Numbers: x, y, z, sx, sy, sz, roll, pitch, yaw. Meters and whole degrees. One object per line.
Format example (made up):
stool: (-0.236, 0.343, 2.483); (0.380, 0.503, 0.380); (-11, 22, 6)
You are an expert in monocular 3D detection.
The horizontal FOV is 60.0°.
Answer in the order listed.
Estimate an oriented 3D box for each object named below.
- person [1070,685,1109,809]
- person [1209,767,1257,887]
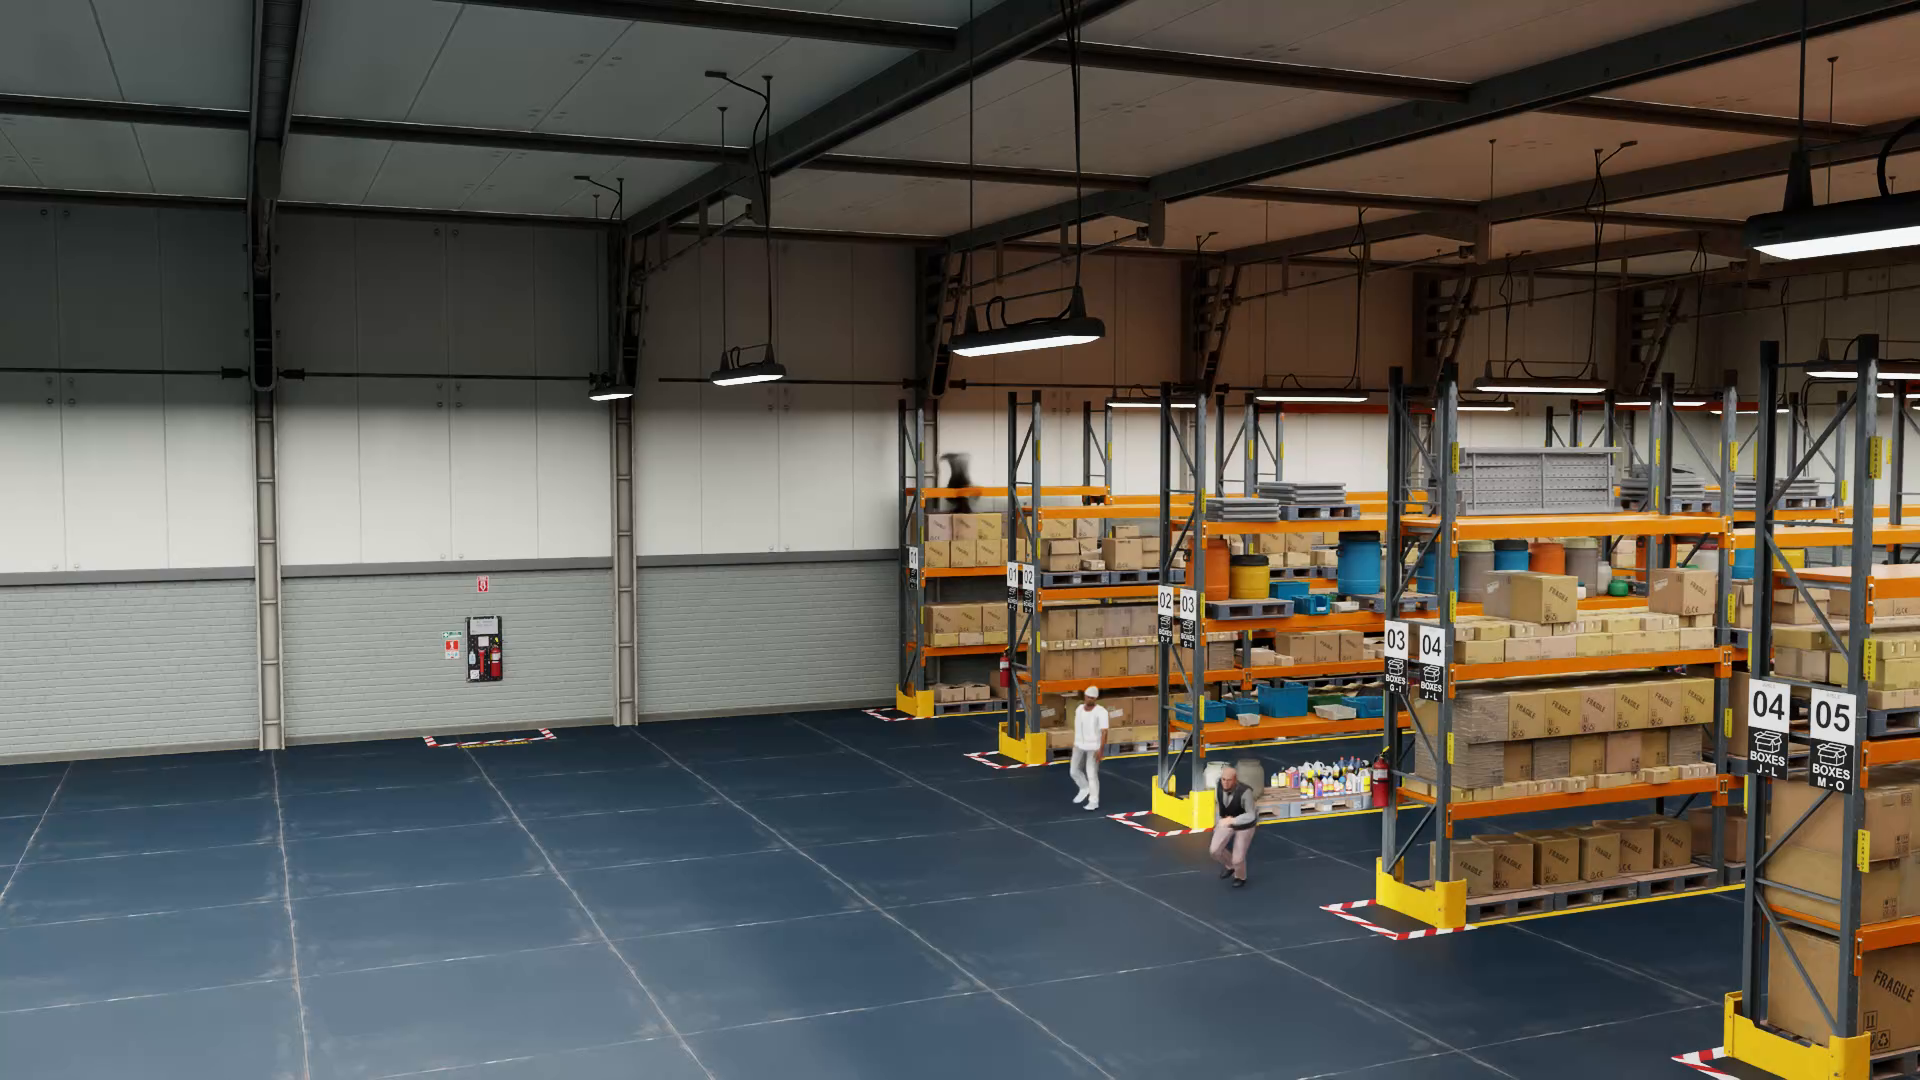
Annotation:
person: (1.820, 2.905, 23.347); (0.644, 1.748, 0.495); (2, 4, 35)
person: (3.151, 3.292, 19.051); (0.646, 1.497, 0.988); (2, 4, 36)
